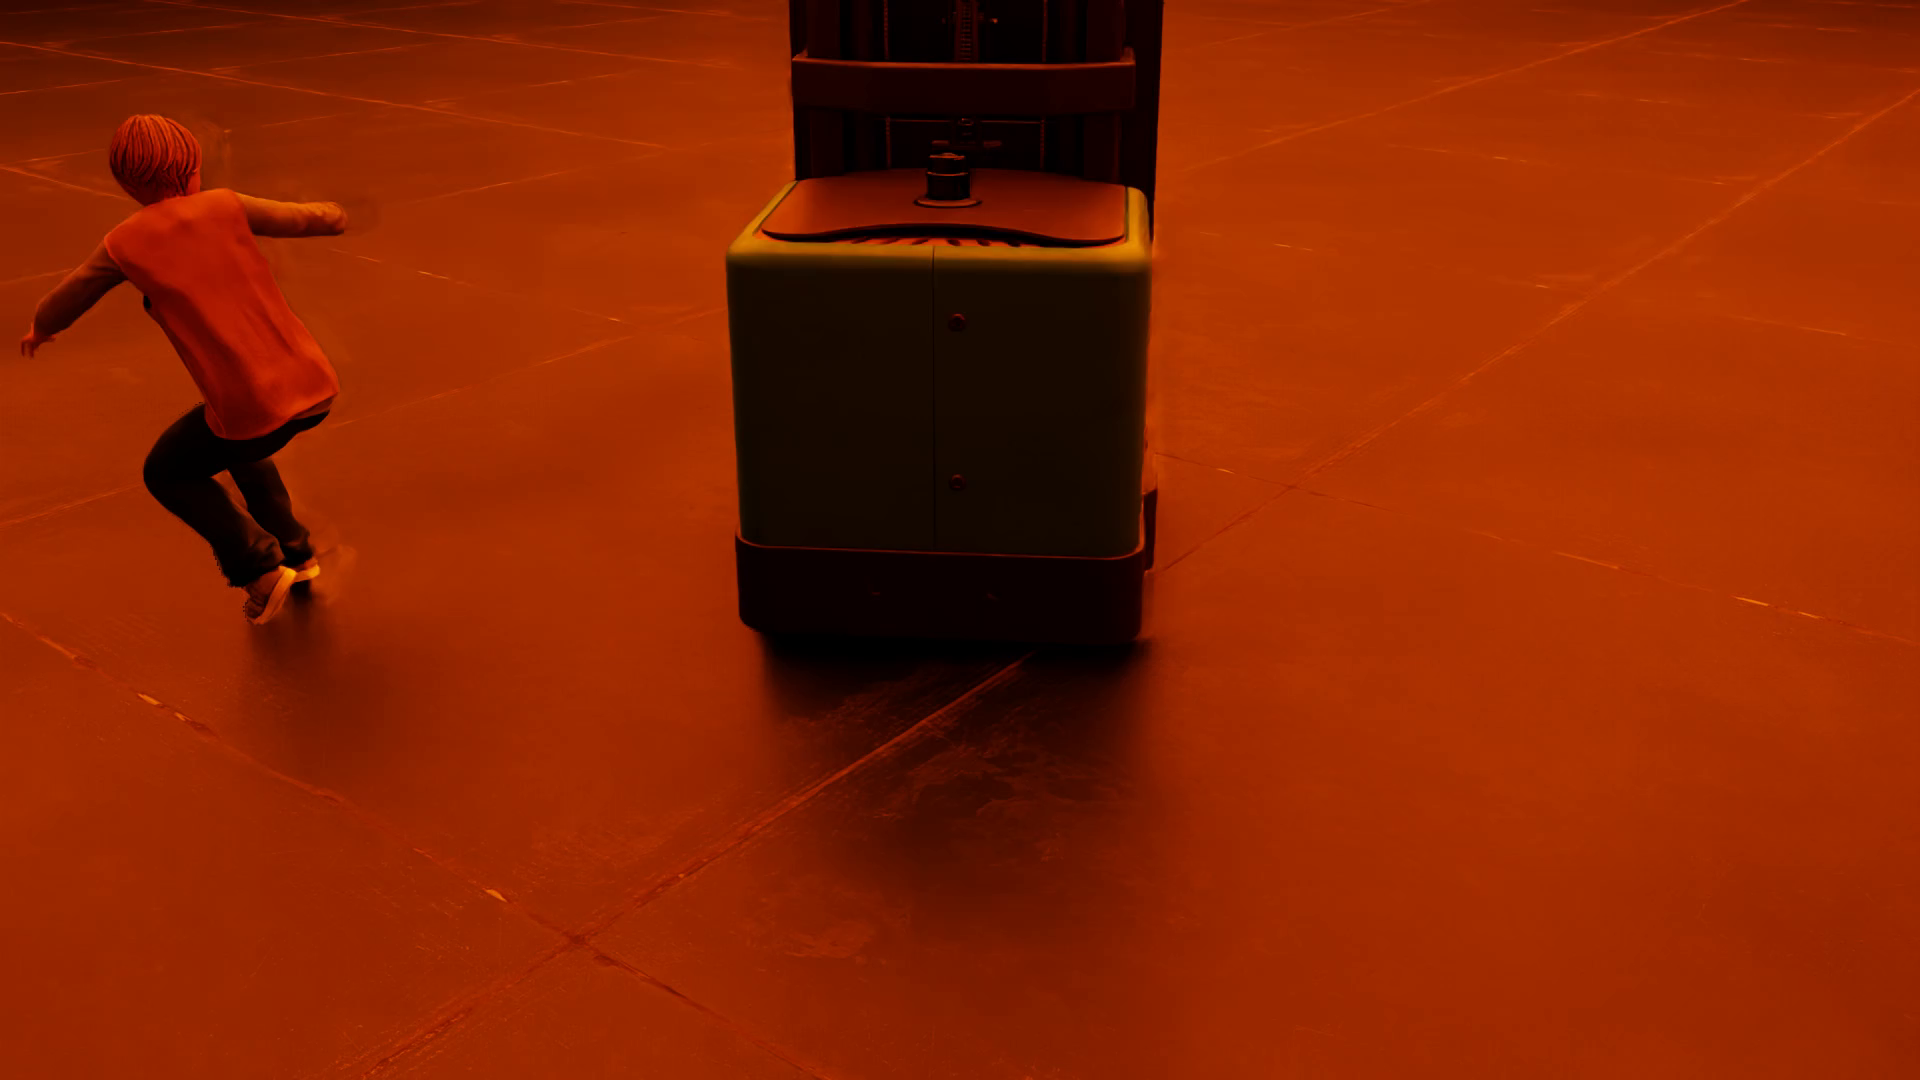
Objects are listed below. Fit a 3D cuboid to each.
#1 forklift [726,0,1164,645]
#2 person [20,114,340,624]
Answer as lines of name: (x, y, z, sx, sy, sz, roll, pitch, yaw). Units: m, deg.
forklift: (0.068, -1.626, 5.079, 1.130, 2.935, 3.031, 2, 24, 5)
person: (-1.997, -0.464, 4.422, 0.881, 1.325, 0.643, 16, 28, 32)
